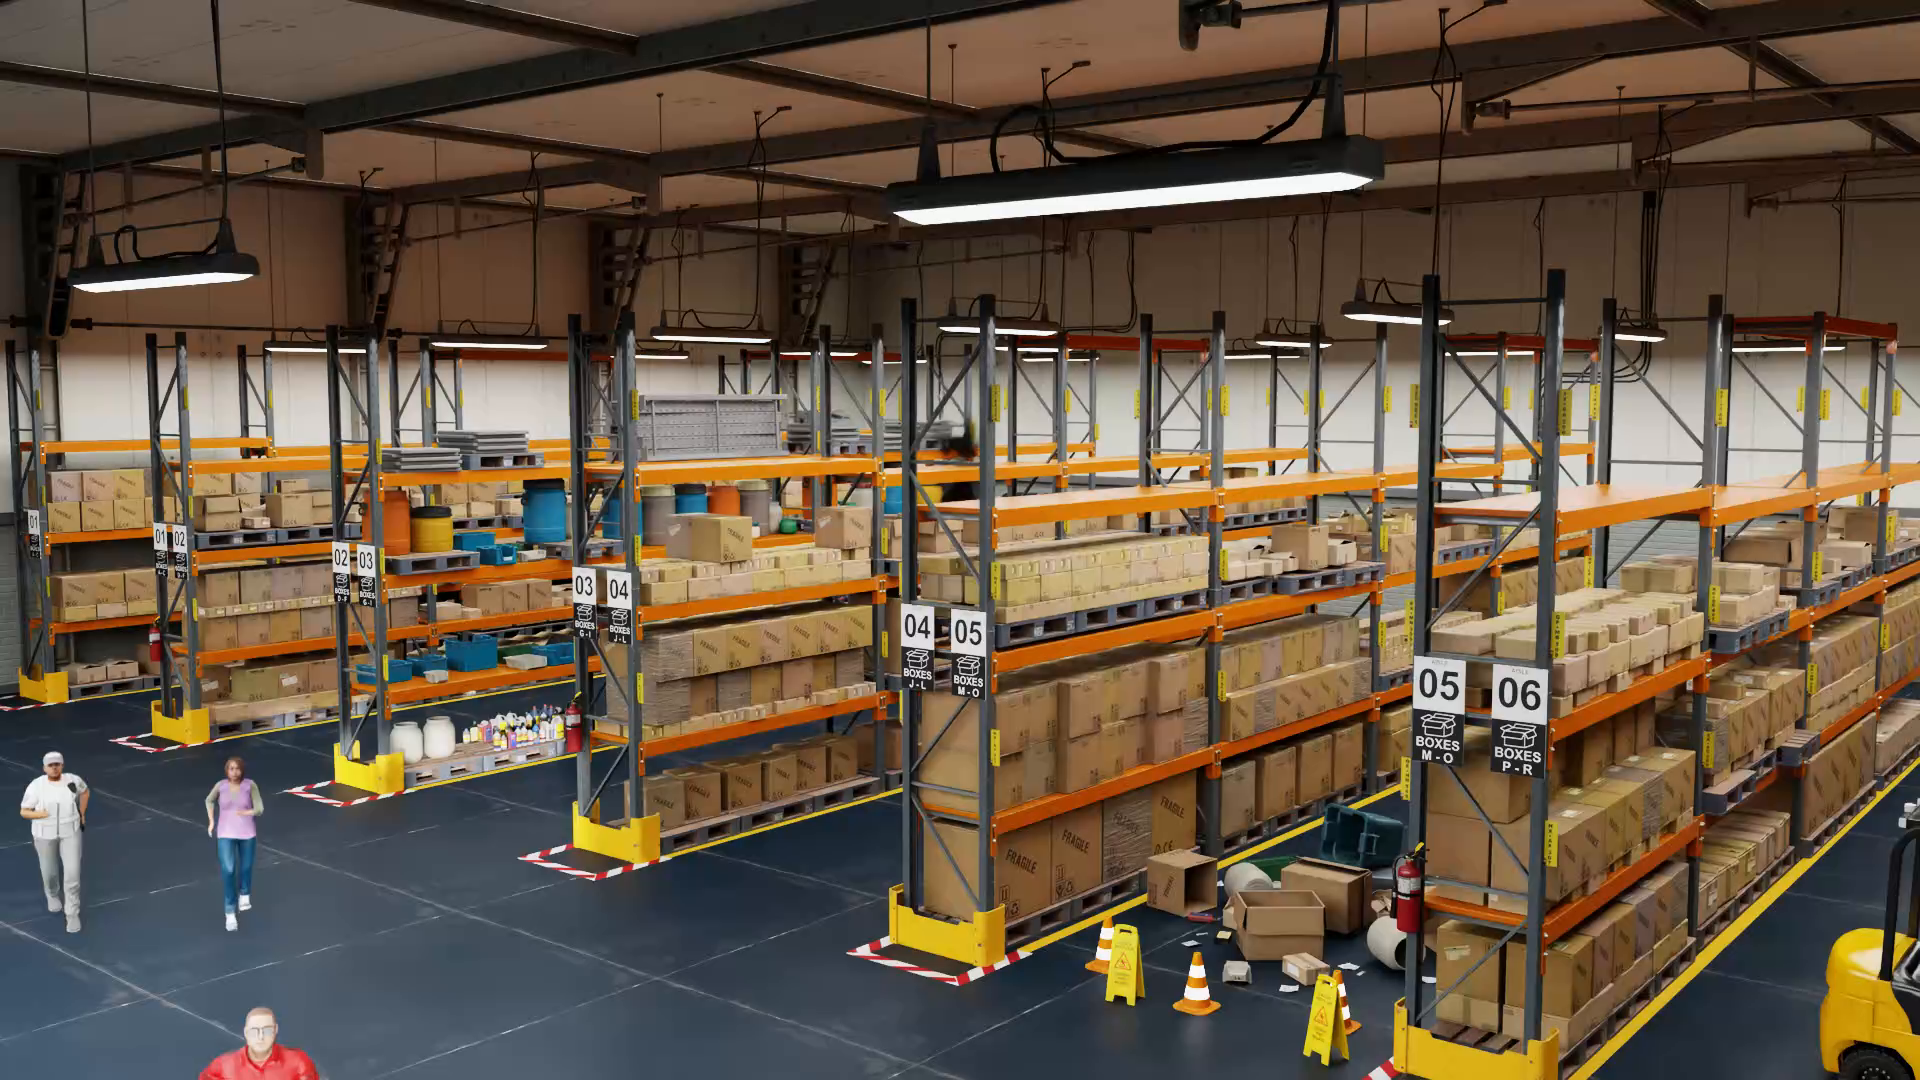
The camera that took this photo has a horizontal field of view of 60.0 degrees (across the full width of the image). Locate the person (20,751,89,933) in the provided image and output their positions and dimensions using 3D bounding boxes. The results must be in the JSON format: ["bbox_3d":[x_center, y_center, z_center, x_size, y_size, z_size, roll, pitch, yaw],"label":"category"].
[{"bbox_3d":[-8.735,2.875,16.090,0.602,1.689,0.886,-3,6,-30],"label":"person"}]

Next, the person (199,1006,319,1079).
[{"bbox_3d":[-3.881,3.488,9.257,0.631,1.798,0.768,-3,6,-28],"label":"person"}]

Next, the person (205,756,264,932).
[{"bbox_3d":[-7.032,2.911,16.154,0.507,1.646,0.728,-3,6,-26],"label":"person"}]
